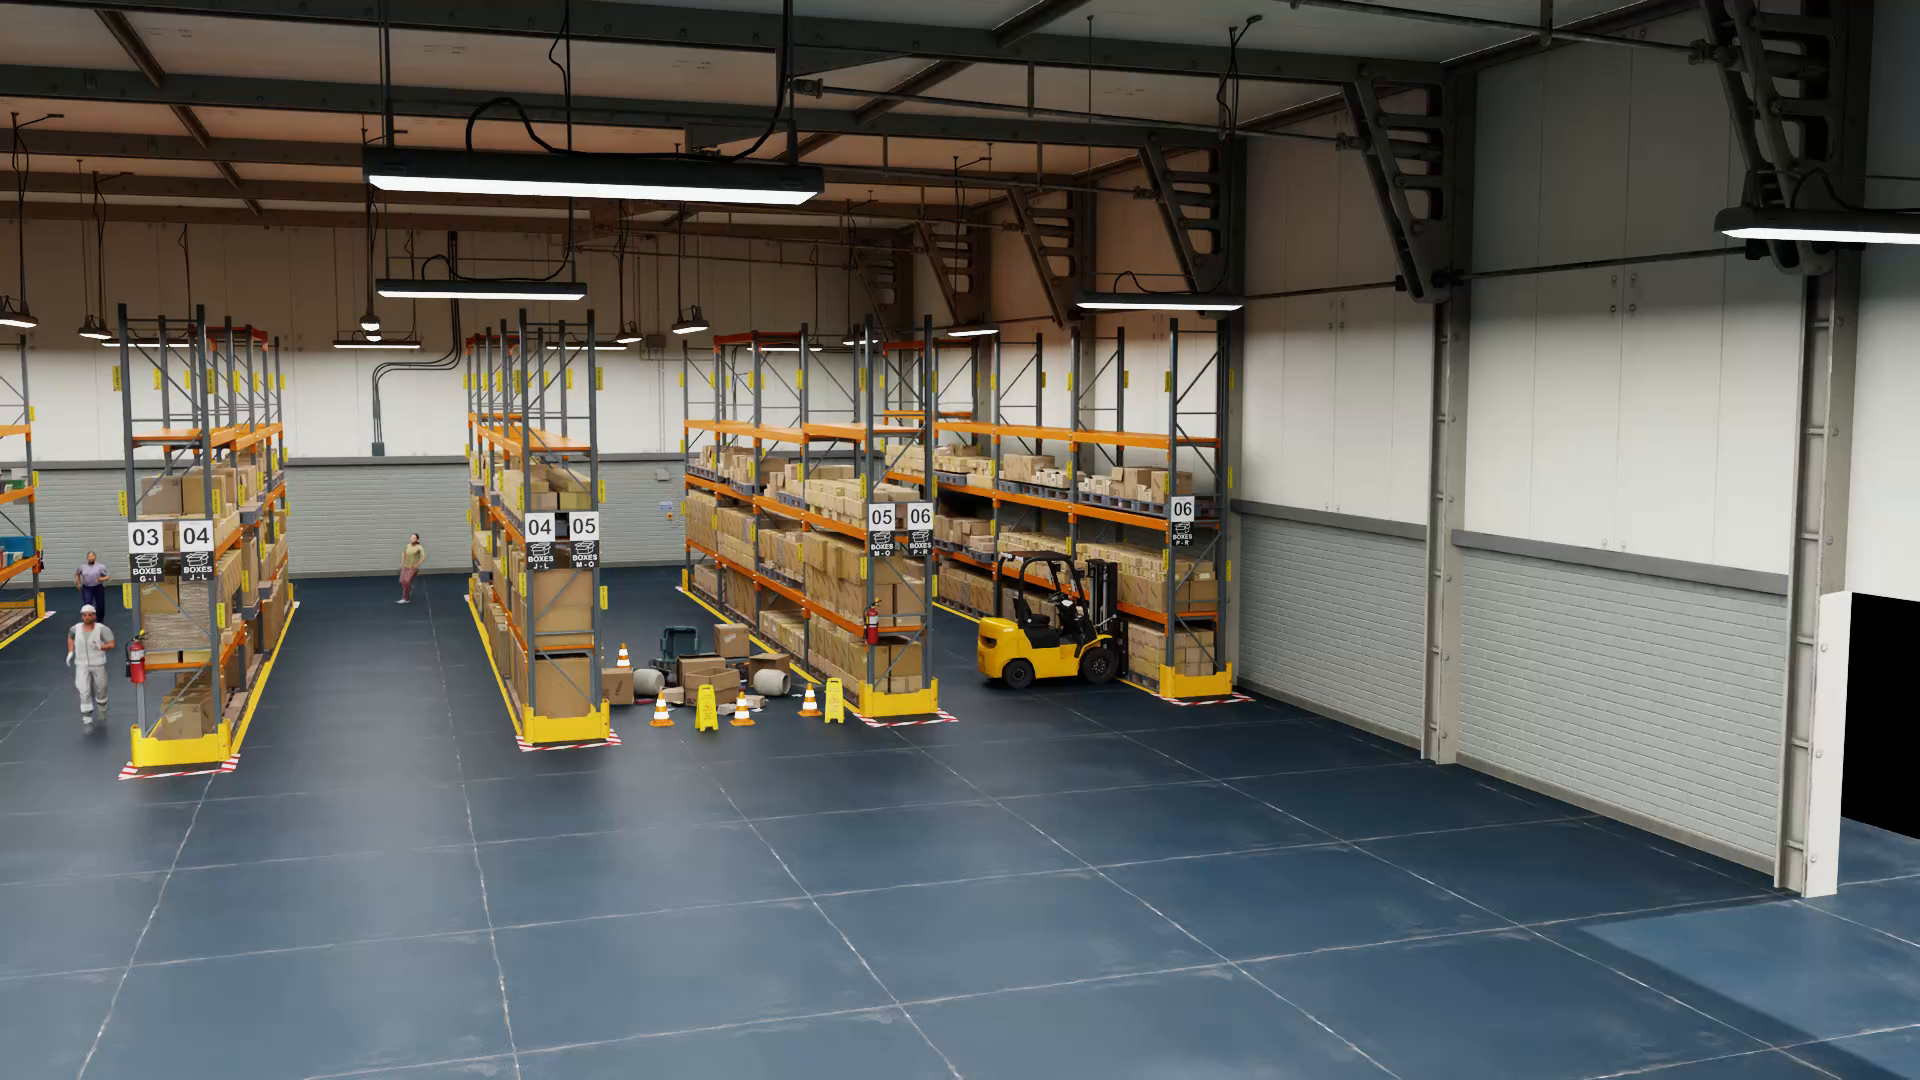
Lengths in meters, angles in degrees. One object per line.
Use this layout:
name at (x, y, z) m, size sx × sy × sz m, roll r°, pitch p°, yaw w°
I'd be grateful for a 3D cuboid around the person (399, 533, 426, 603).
person at (-12.411, 0.638, 37.618) m, size 0.612 × 1.595 × 0.523 m, roll 1°, pitch 6°, yaw 10°

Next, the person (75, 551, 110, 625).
person at (-17.309, 1.033, 33.194) m, size 0.615 × 1.623 × 0.913 m, roll -3°, pitch 6°, yaw -28°

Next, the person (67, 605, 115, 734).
person at (-12.484, 1.812, 23.895) m, size 0.651 × 1.790 × 0.984 m, roll -2°, pitch 6°, yaw -20°
